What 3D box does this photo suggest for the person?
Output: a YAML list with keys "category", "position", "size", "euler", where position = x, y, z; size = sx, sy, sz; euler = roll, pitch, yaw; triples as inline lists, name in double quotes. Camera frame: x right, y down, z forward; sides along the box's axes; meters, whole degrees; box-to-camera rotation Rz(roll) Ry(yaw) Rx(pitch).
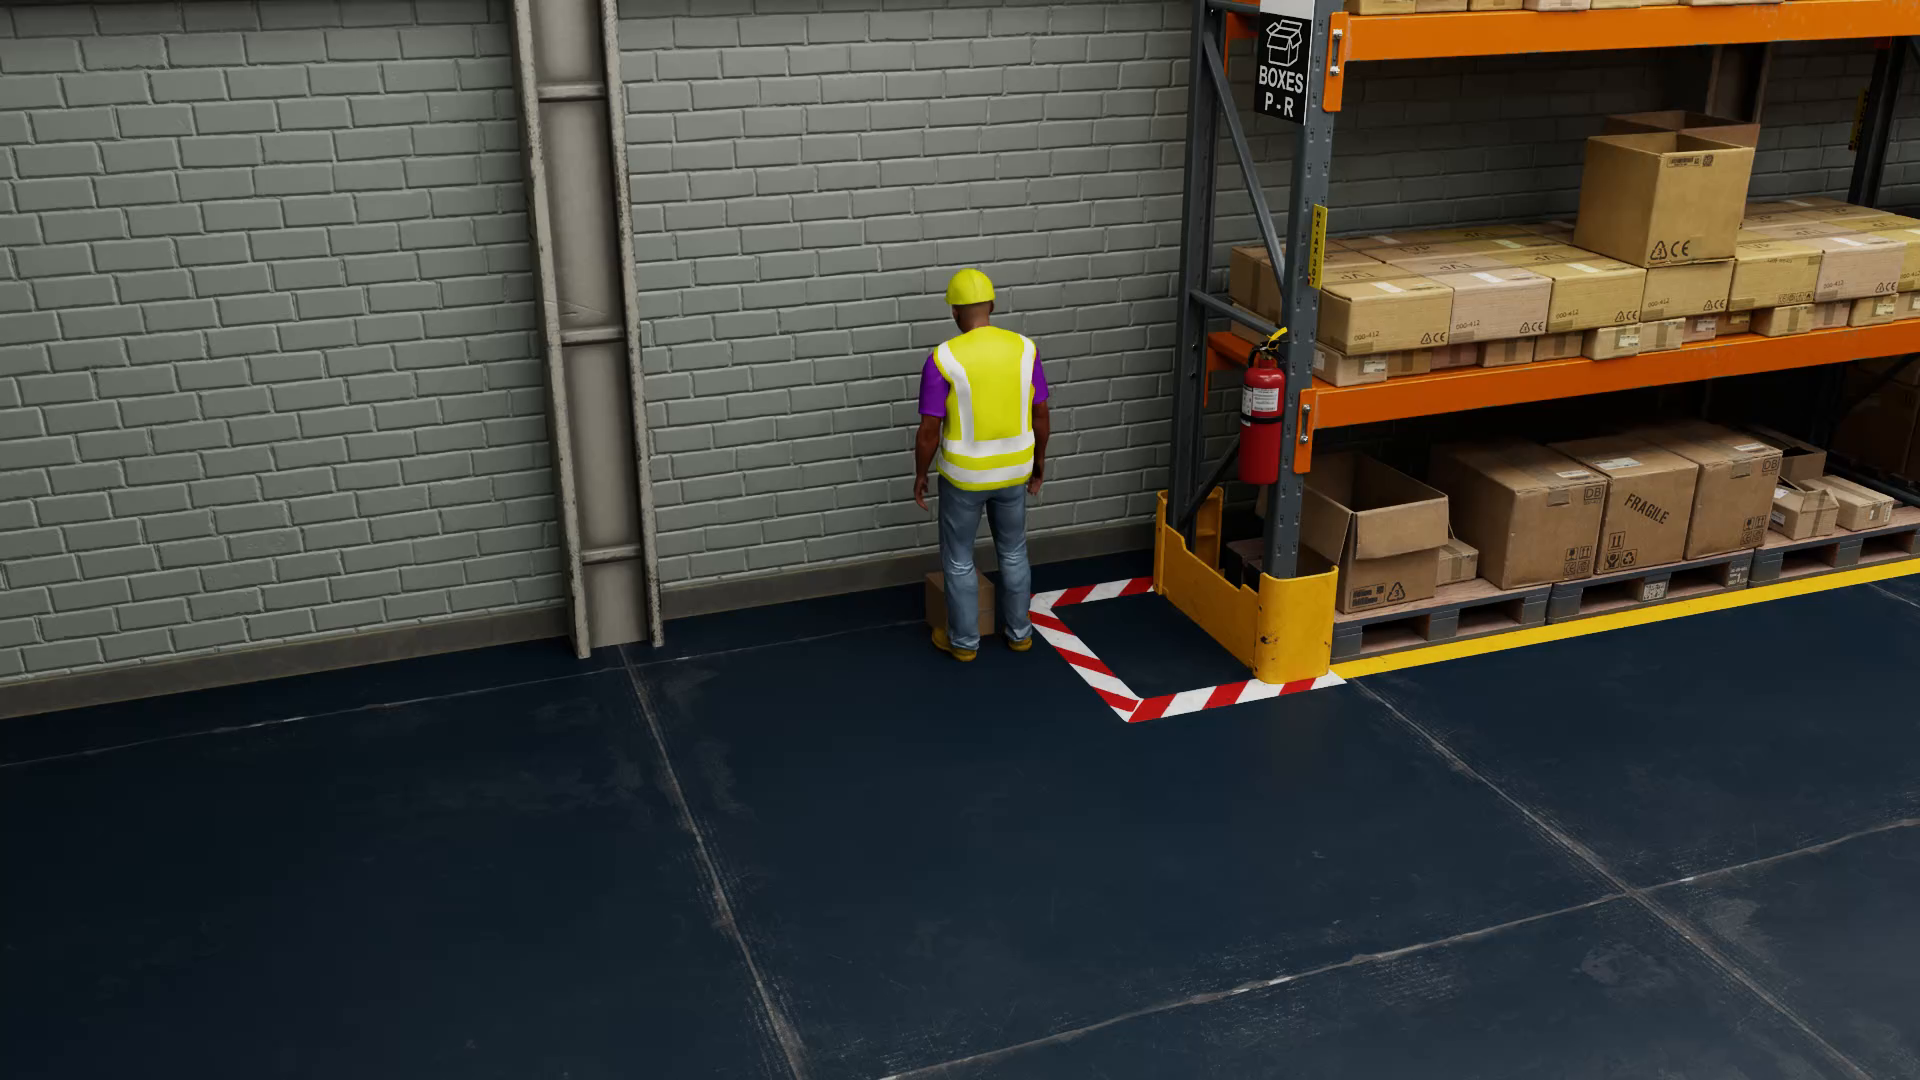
- category: "person"
  position: [0.098, -0.319, 7.341]
  size: [0.627, 1.761, 0.456]
  euler: [-8, 24, -19]
